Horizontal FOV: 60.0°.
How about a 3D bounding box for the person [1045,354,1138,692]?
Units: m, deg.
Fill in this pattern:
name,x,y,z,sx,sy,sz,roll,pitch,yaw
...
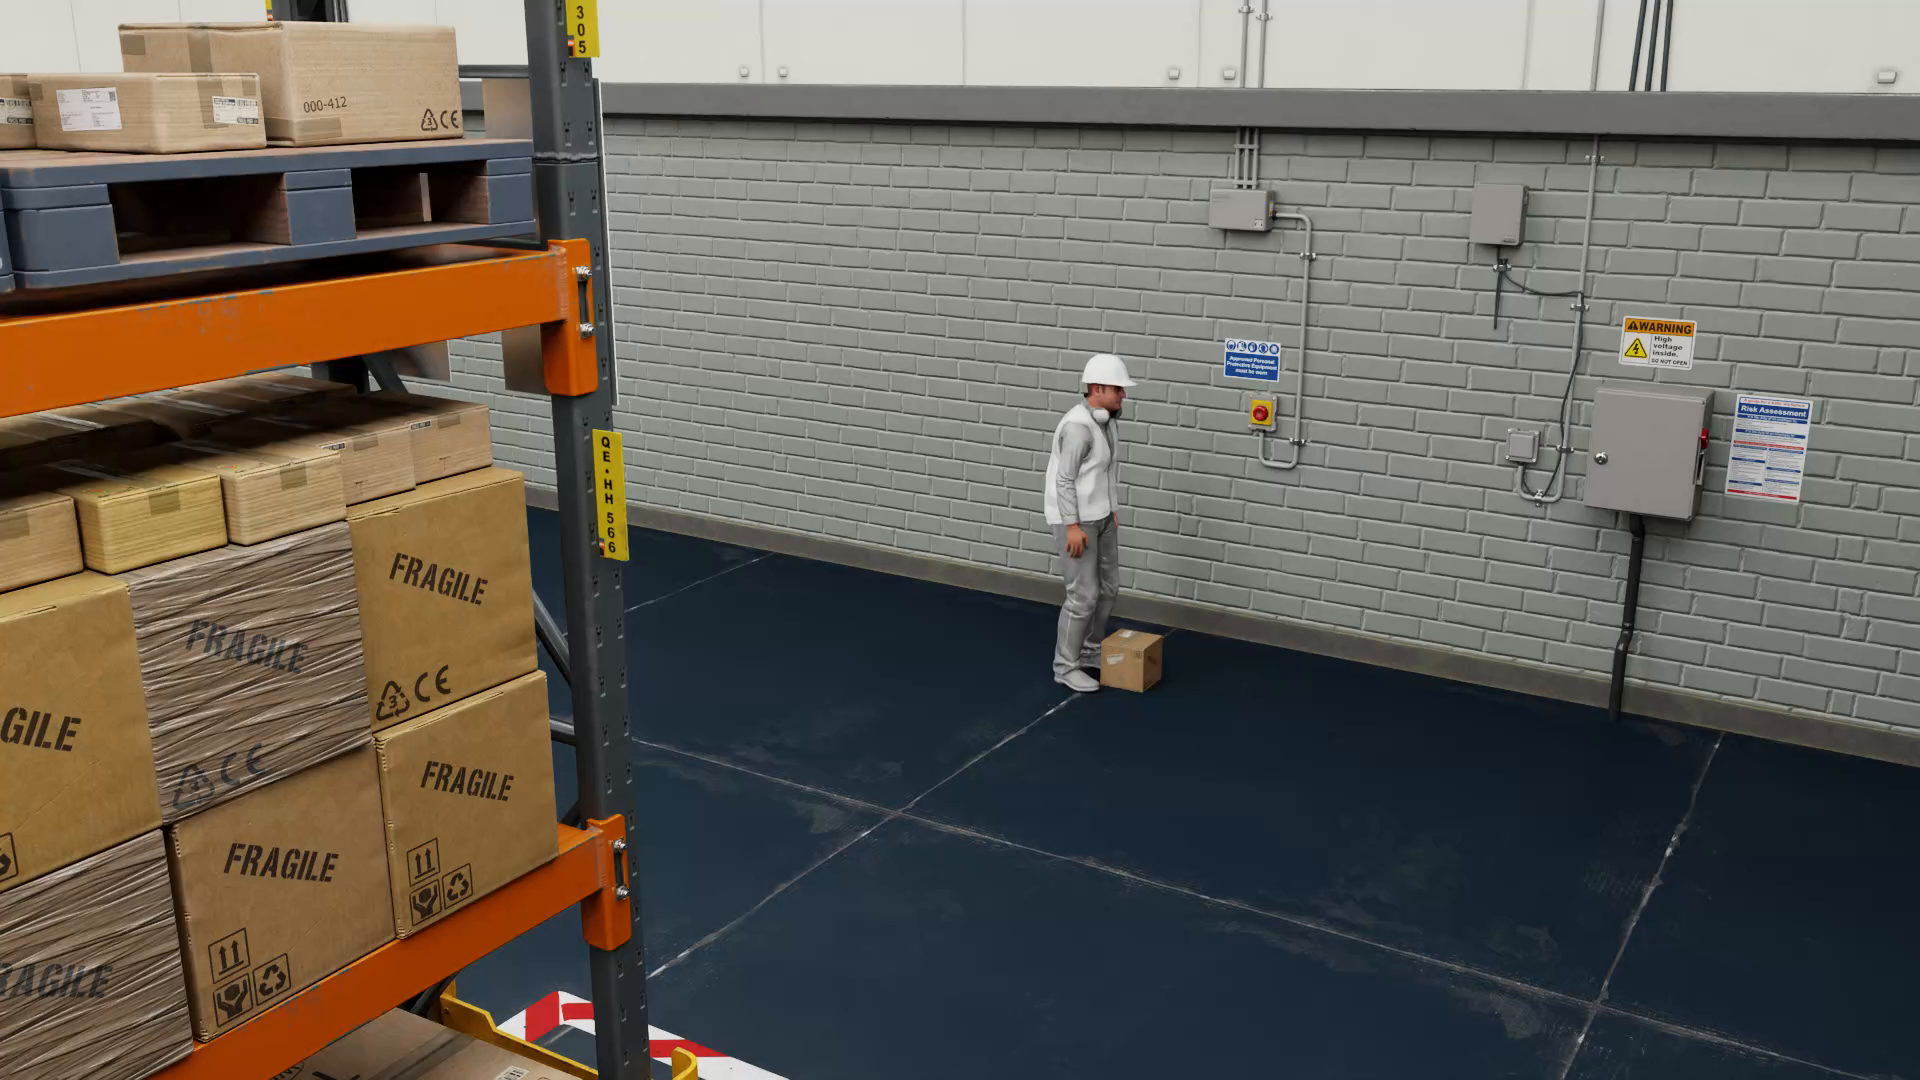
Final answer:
name,x,y,z,sx,sy,sz,roll,pitch,yaw
person,0.693,-0.115,8.889,0.464,1.769,0.583,9,18,27
